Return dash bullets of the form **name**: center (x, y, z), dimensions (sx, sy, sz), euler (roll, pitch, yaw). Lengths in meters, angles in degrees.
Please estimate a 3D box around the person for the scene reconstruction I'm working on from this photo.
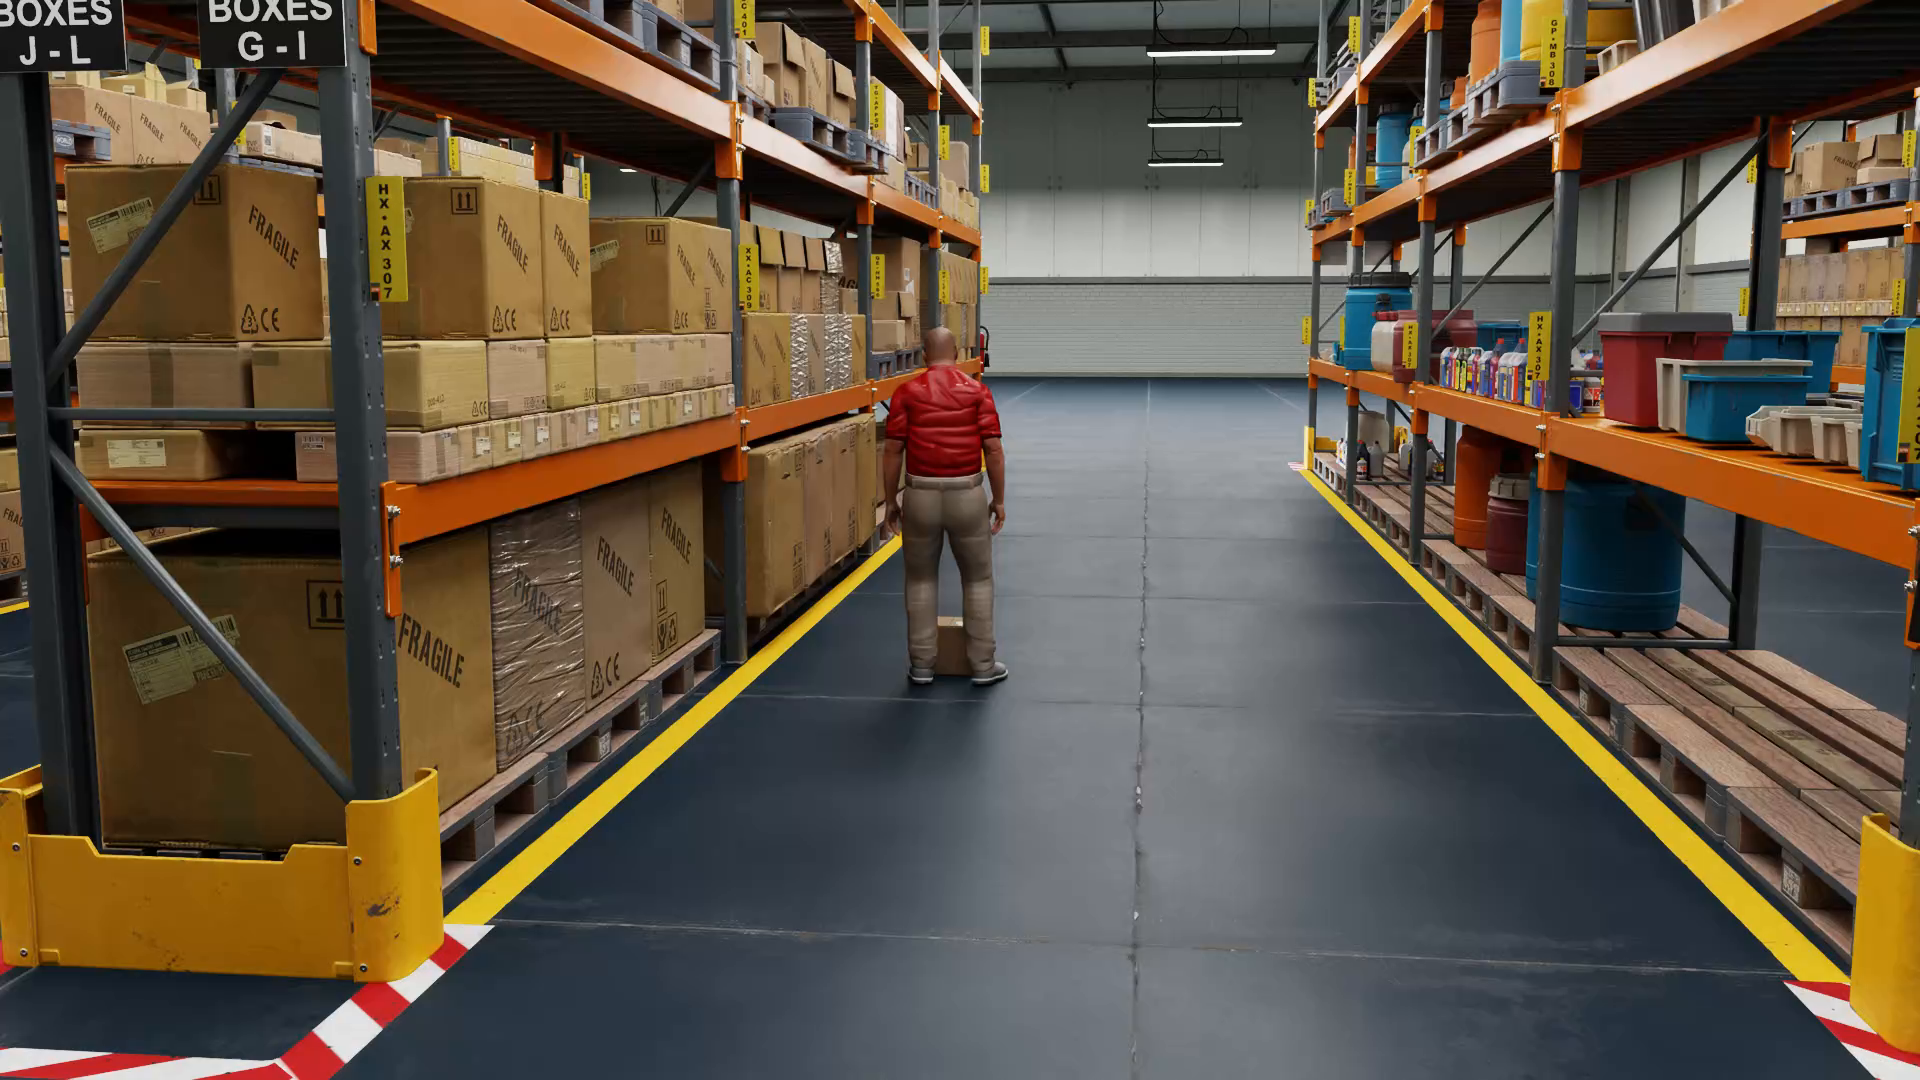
- **person**: center (-0.069, -0.165, 8.084), dimensions (0.603, 1.728, 0.384), euler (1, 8, 4)
